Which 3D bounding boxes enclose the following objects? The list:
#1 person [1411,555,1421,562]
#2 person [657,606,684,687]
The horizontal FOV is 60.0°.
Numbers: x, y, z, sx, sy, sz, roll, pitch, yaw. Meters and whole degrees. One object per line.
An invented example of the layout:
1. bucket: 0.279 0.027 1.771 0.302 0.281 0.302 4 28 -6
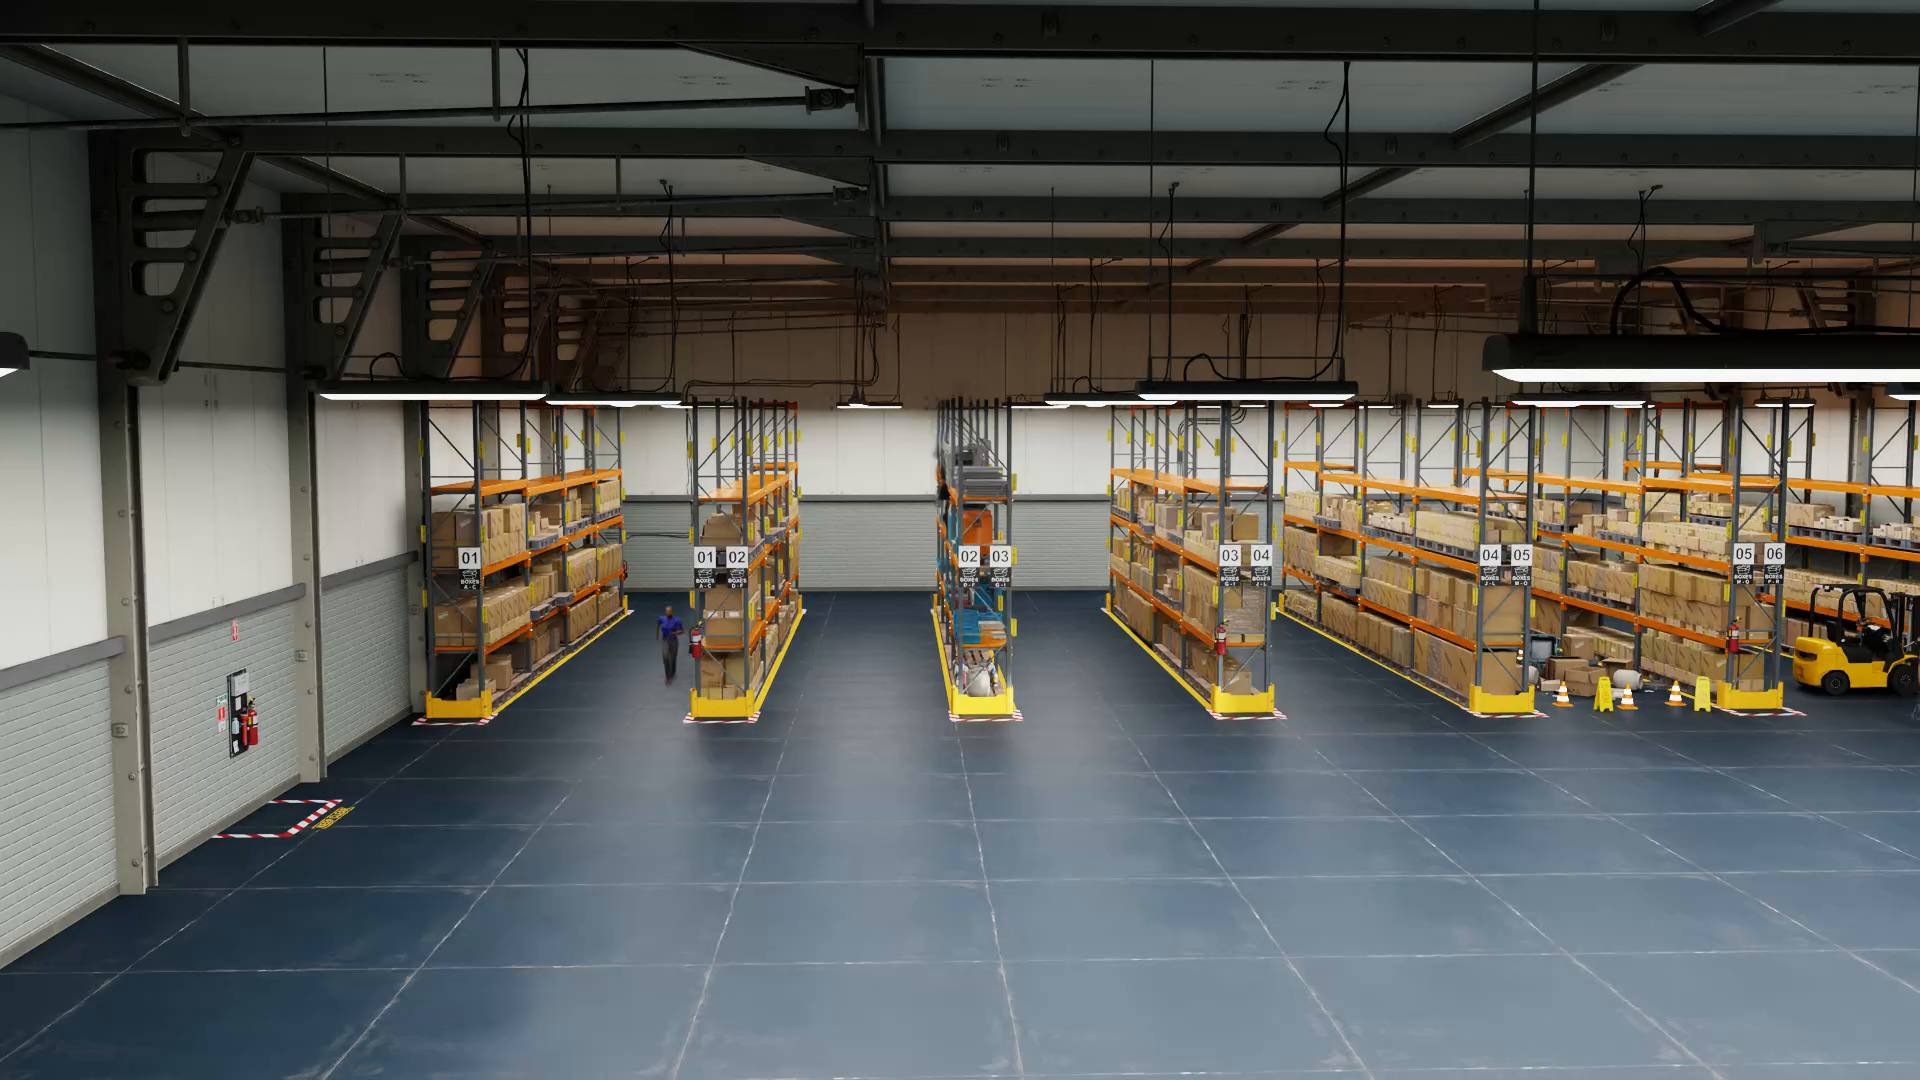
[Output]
1. person: 13.449 1.098 49.192 0.581 1.687 0.696 0 4 -1
2. person: -6.091 2.211 34.977 0.599 1.698 0.847 0 4 -1
